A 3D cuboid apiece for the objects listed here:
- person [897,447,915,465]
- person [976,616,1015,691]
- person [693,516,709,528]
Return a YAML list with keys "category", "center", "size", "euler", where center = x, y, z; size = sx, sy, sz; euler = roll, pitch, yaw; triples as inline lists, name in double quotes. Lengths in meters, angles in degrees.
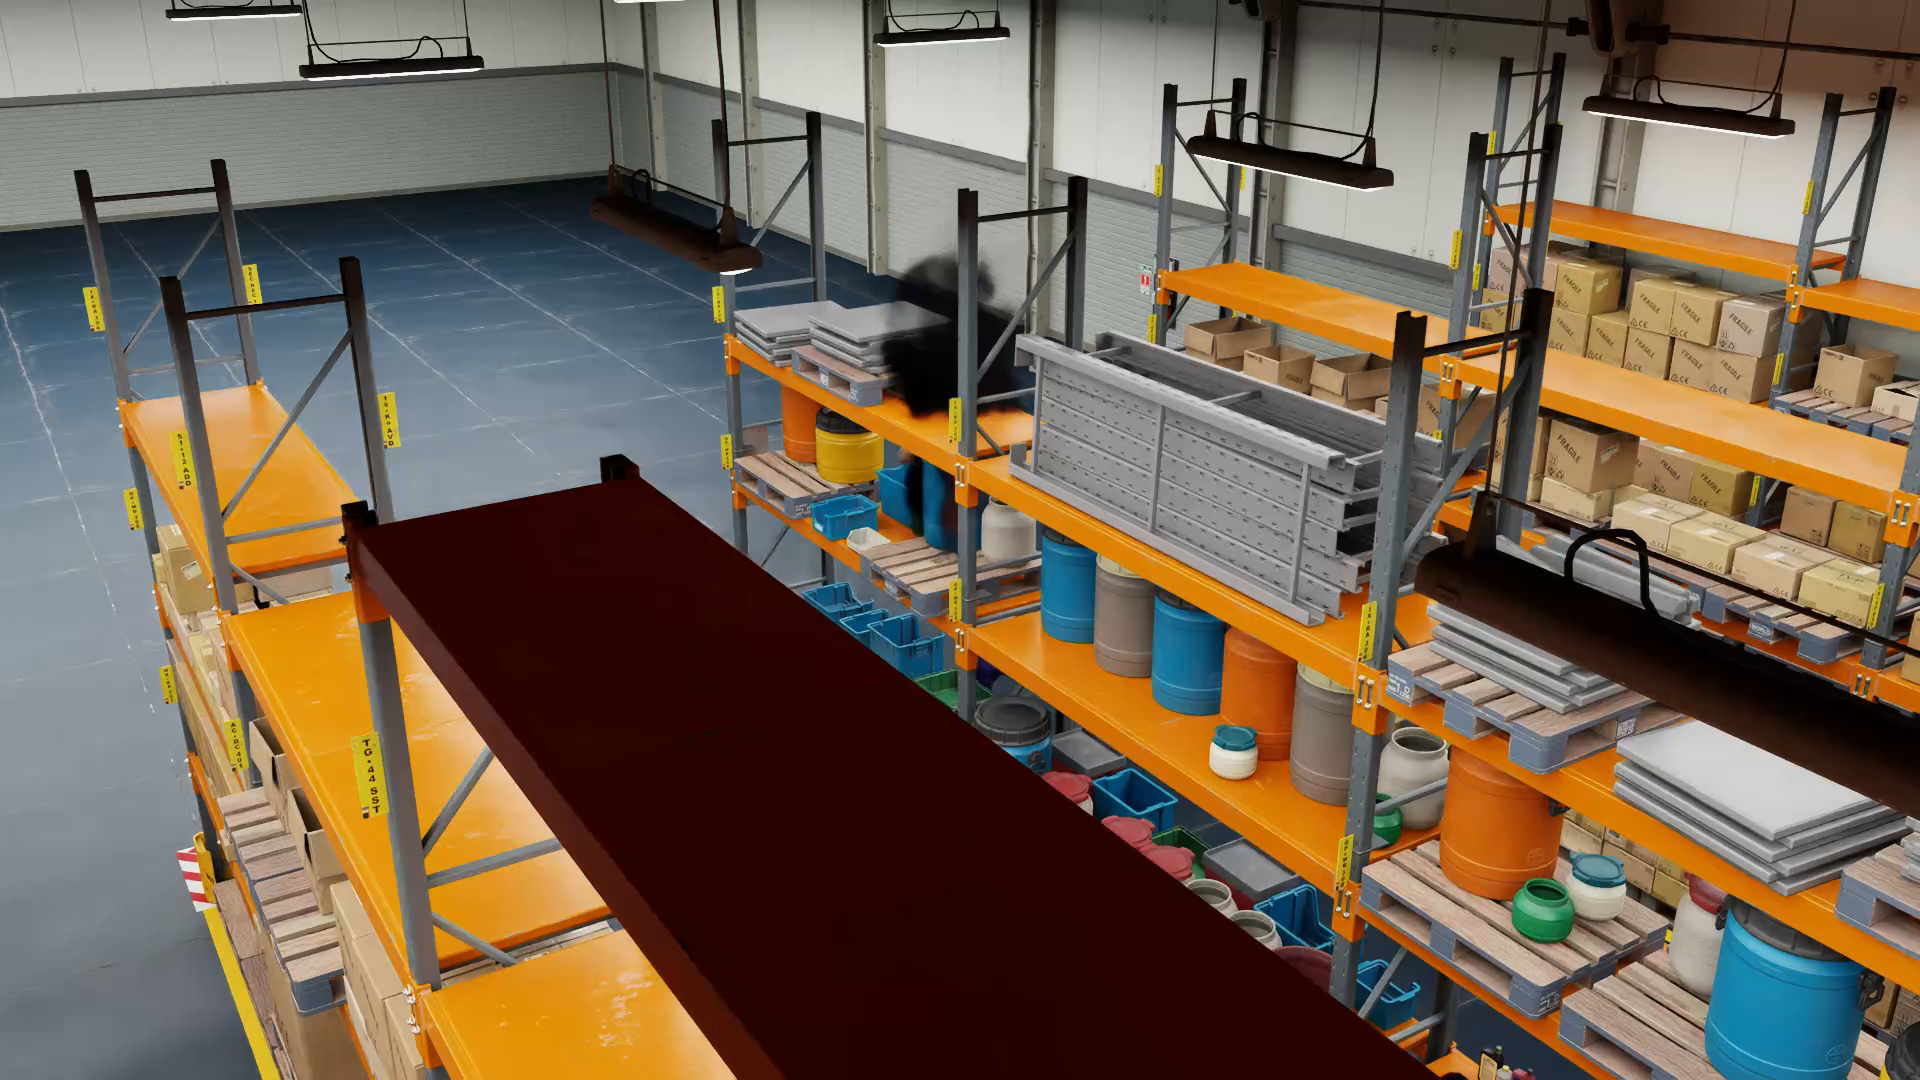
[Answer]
- category: "person"
  center: [-0.709, -0.313, 19.893]
  size: [0.651, 1.721, 0.641]
  euler: [-2, 22, -4]
- category: "person"
  center: [0.272, 1.245, 16.101]
  size: [0.582, 1.695, 0.775]
  euler: [-16, 27, -34]
- category: "person"
  center: [-2.676, 0.583, 17.677]
  size: [0.824, 1.712, 0.566]
  euler: [4, 22, 10]
